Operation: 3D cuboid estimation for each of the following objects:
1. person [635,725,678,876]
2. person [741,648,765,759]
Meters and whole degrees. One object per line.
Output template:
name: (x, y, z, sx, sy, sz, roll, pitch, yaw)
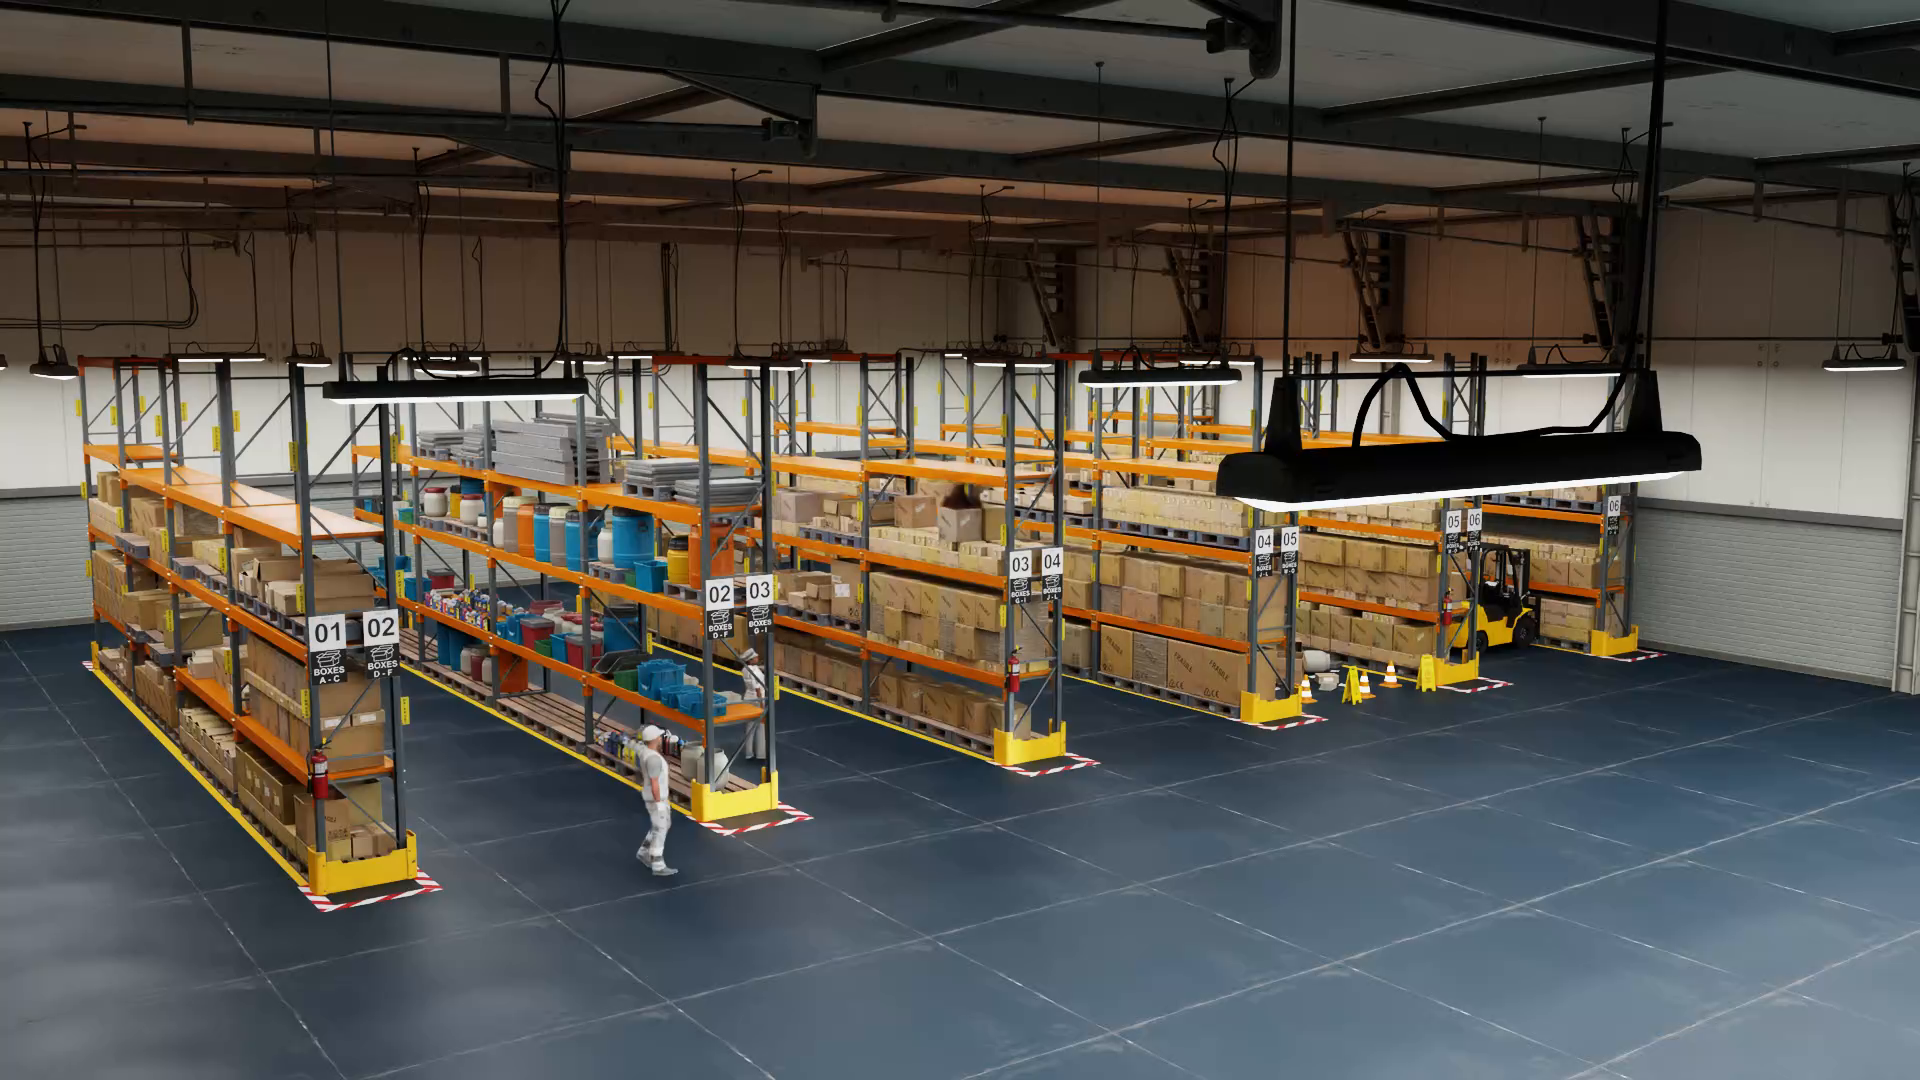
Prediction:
person: (-3.601, 3.070, 19.691, 0.483, 1.790, 0.618, -1, 7, -7)
person: (-3.086, 2.465, 25.078, 0.490, 1.712, 0.431, 6, 9, 41)
